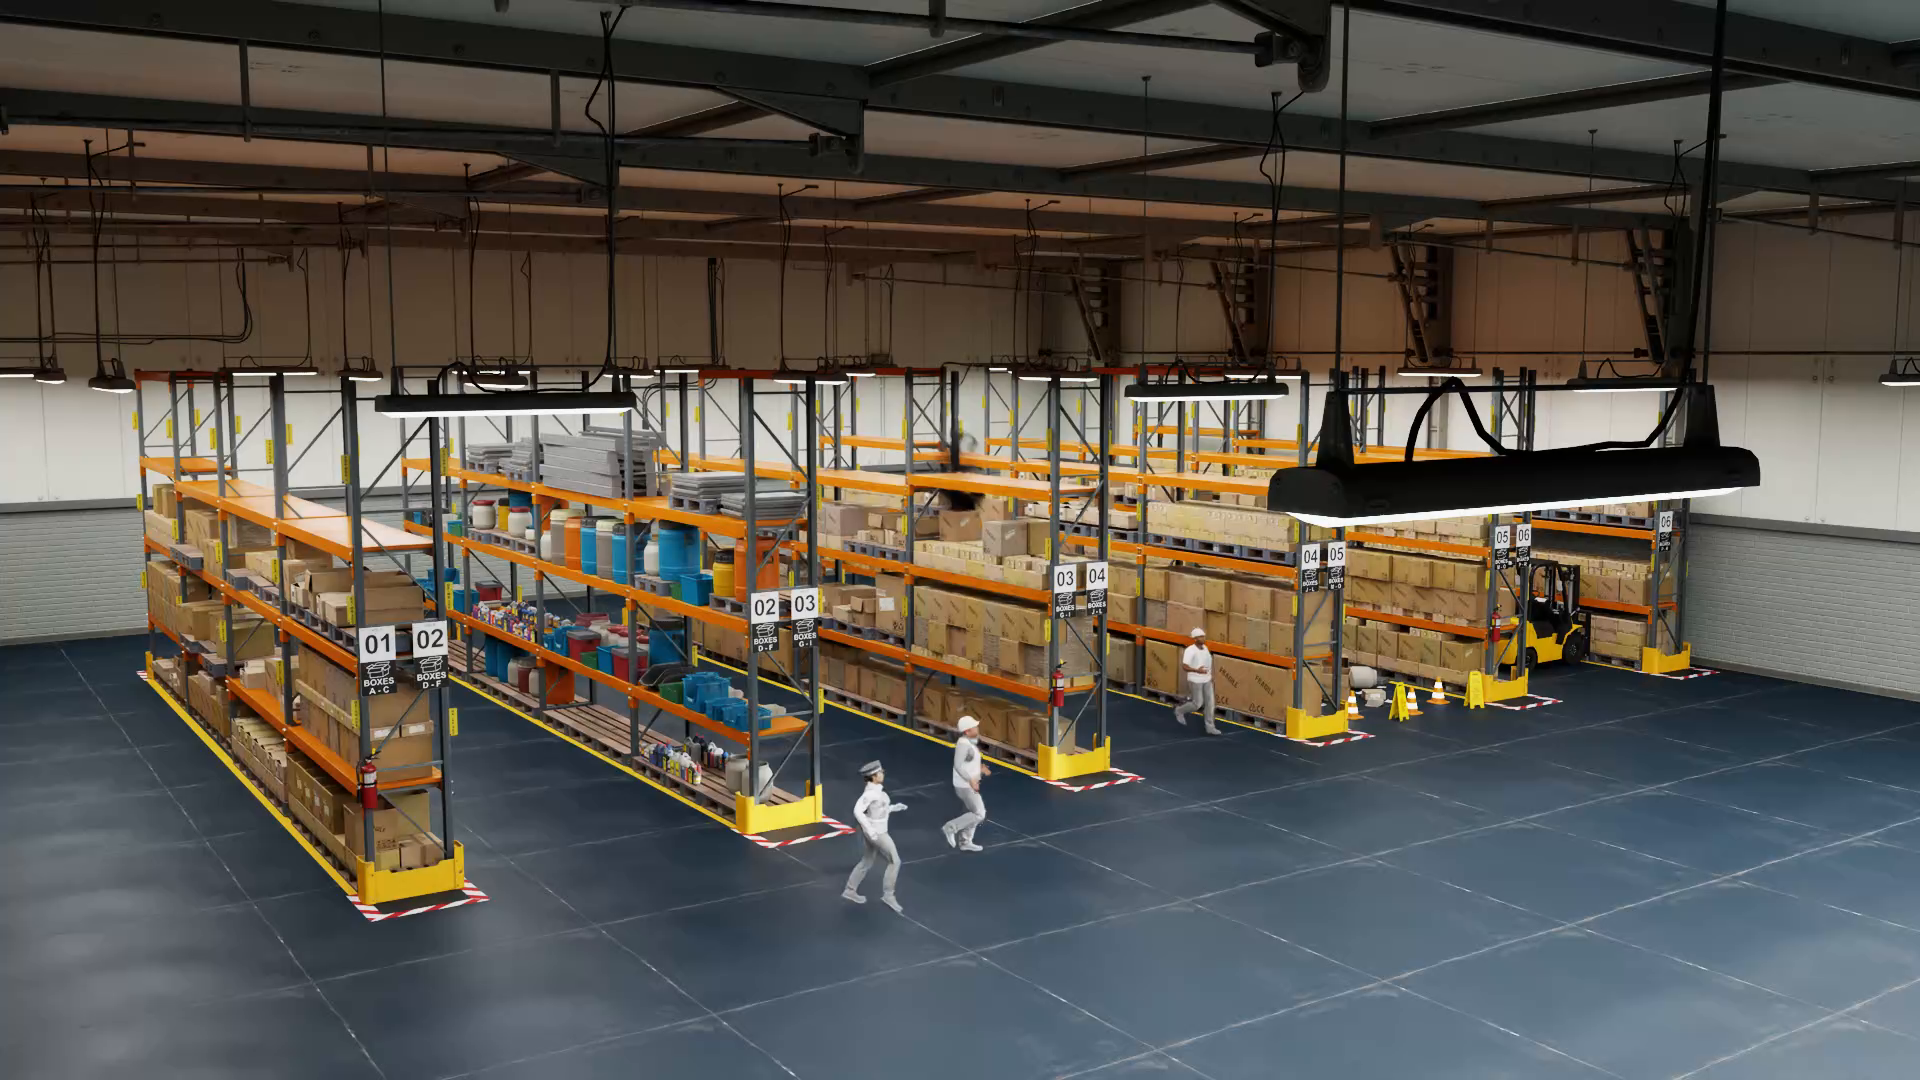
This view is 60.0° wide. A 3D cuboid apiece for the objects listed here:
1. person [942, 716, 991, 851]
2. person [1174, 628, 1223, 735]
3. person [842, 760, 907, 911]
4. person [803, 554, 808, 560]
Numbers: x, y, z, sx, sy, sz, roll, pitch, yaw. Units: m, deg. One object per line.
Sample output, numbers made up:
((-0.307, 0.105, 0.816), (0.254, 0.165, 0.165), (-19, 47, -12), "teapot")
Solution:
((0.087, 3.094, 21.154), (0.621, 1.746, 0.656), (0, 6, 0), "person")
((3.980, 2.333, 27.607), (0.703, 1.740, 0.934), (-6, 9, -42), "person")
((-0.970, 3.363, 18.908), (0.747, 1.750, 0.584), (-1, 7, -9), "person")
((-3.608, 1.161, 38.613), (0.636, 1.696, 0.659), (-4, 8, -33), "person")
